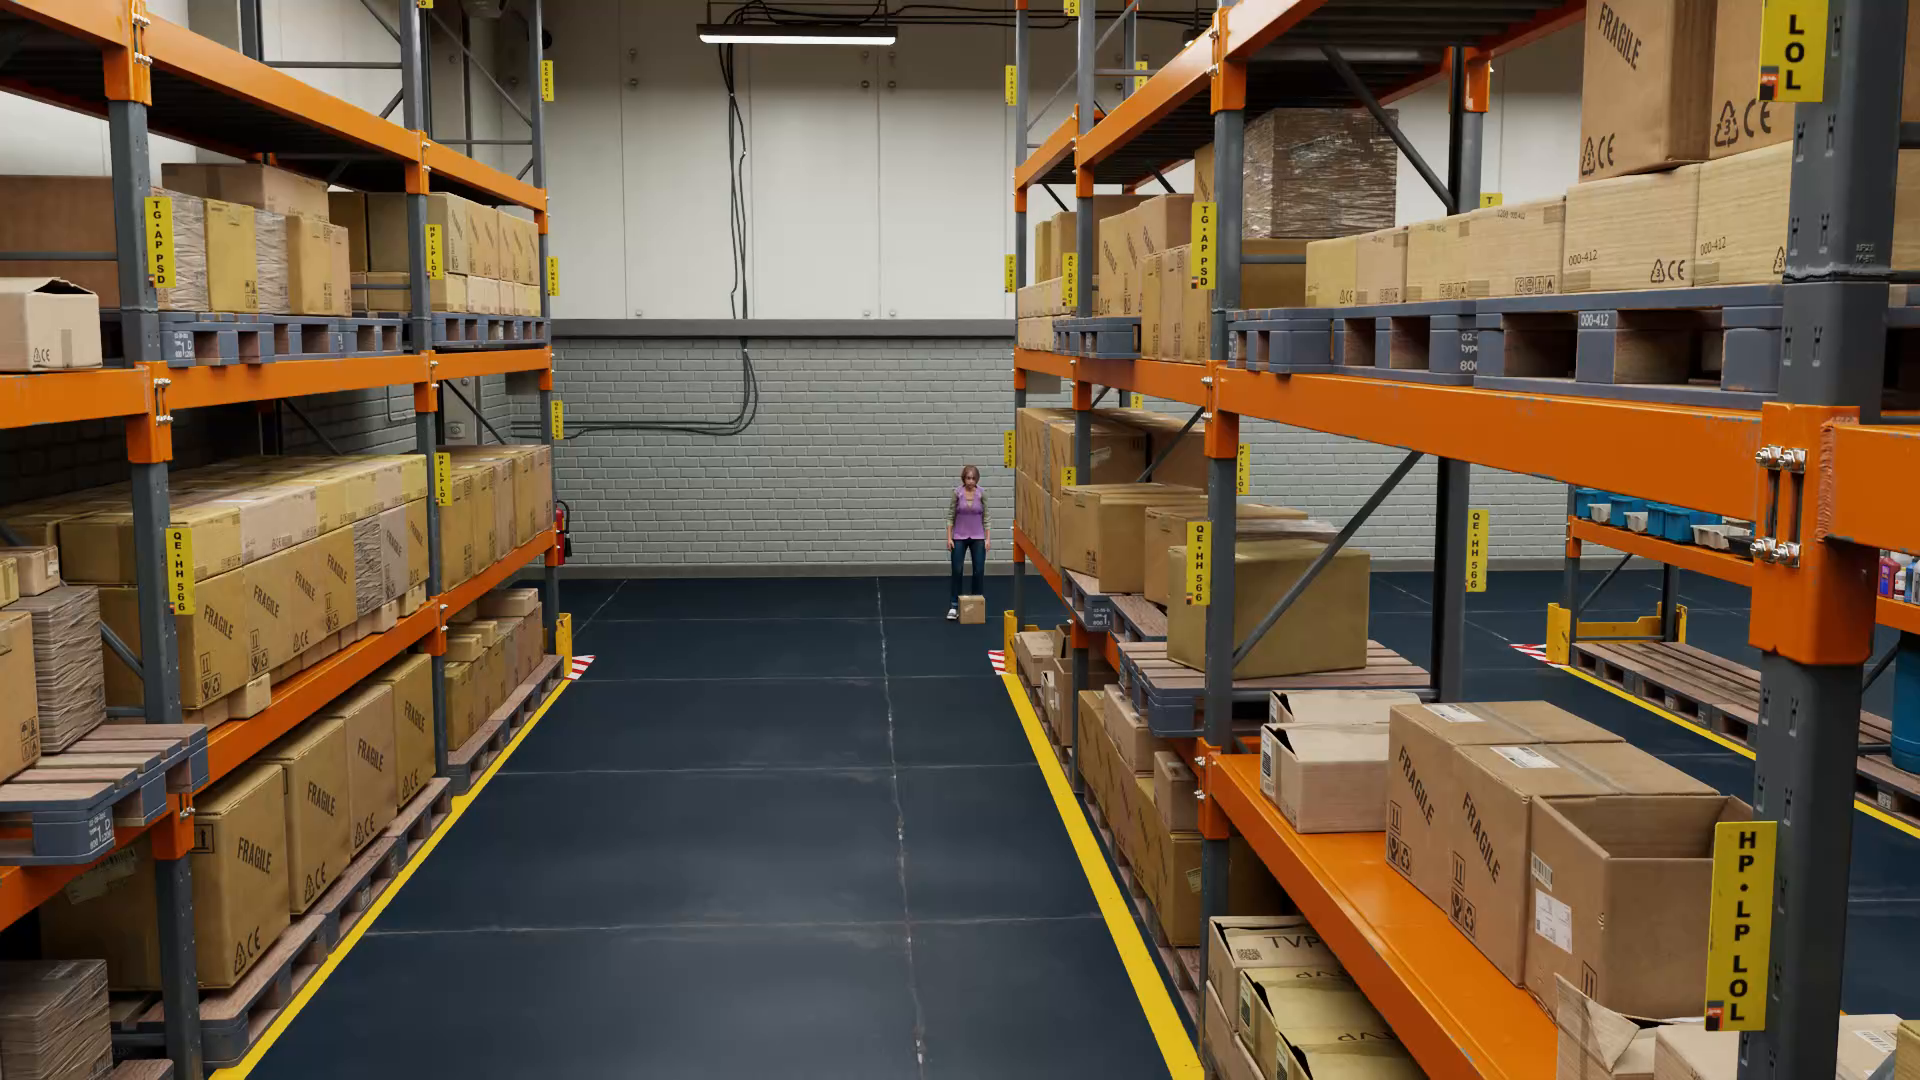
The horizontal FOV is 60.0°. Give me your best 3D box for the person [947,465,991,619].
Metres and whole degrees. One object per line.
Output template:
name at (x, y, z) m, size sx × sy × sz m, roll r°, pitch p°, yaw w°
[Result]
person at (0.091, 0.016, 17.171) m, size 0.461 × 1.593 × 0.343 m, roll 0°, pitch 7°, yaw -3°
